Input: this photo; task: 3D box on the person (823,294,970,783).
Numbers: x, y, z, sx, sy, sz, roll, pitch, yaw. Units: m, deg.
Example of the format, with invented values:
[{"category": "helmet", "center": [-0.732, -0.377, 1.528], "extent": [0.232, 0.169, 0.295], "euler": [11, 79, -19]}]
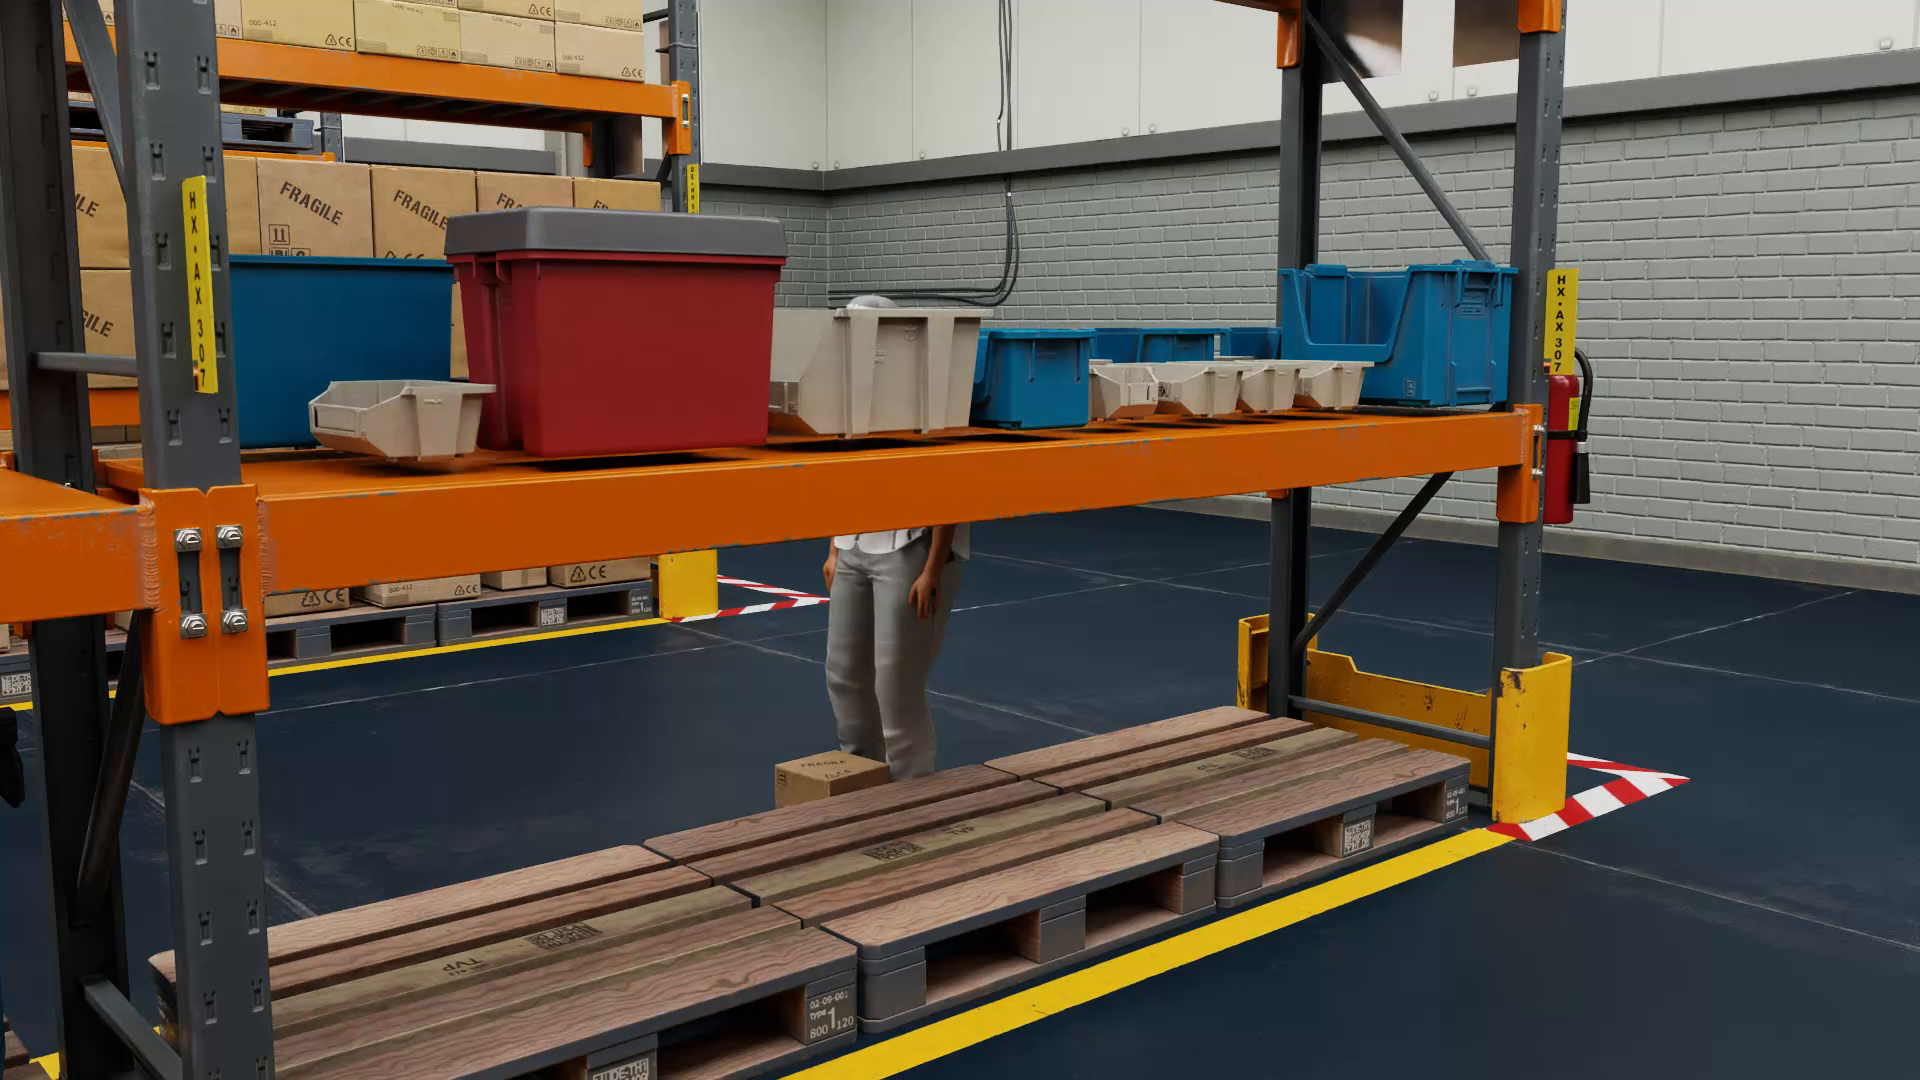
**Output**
[{"category": "person", "center": [-0.236, 0.084, 5.124], "extent": [0.470, 1.666, 0.543], "euler": [-7, 10, -42]}]
